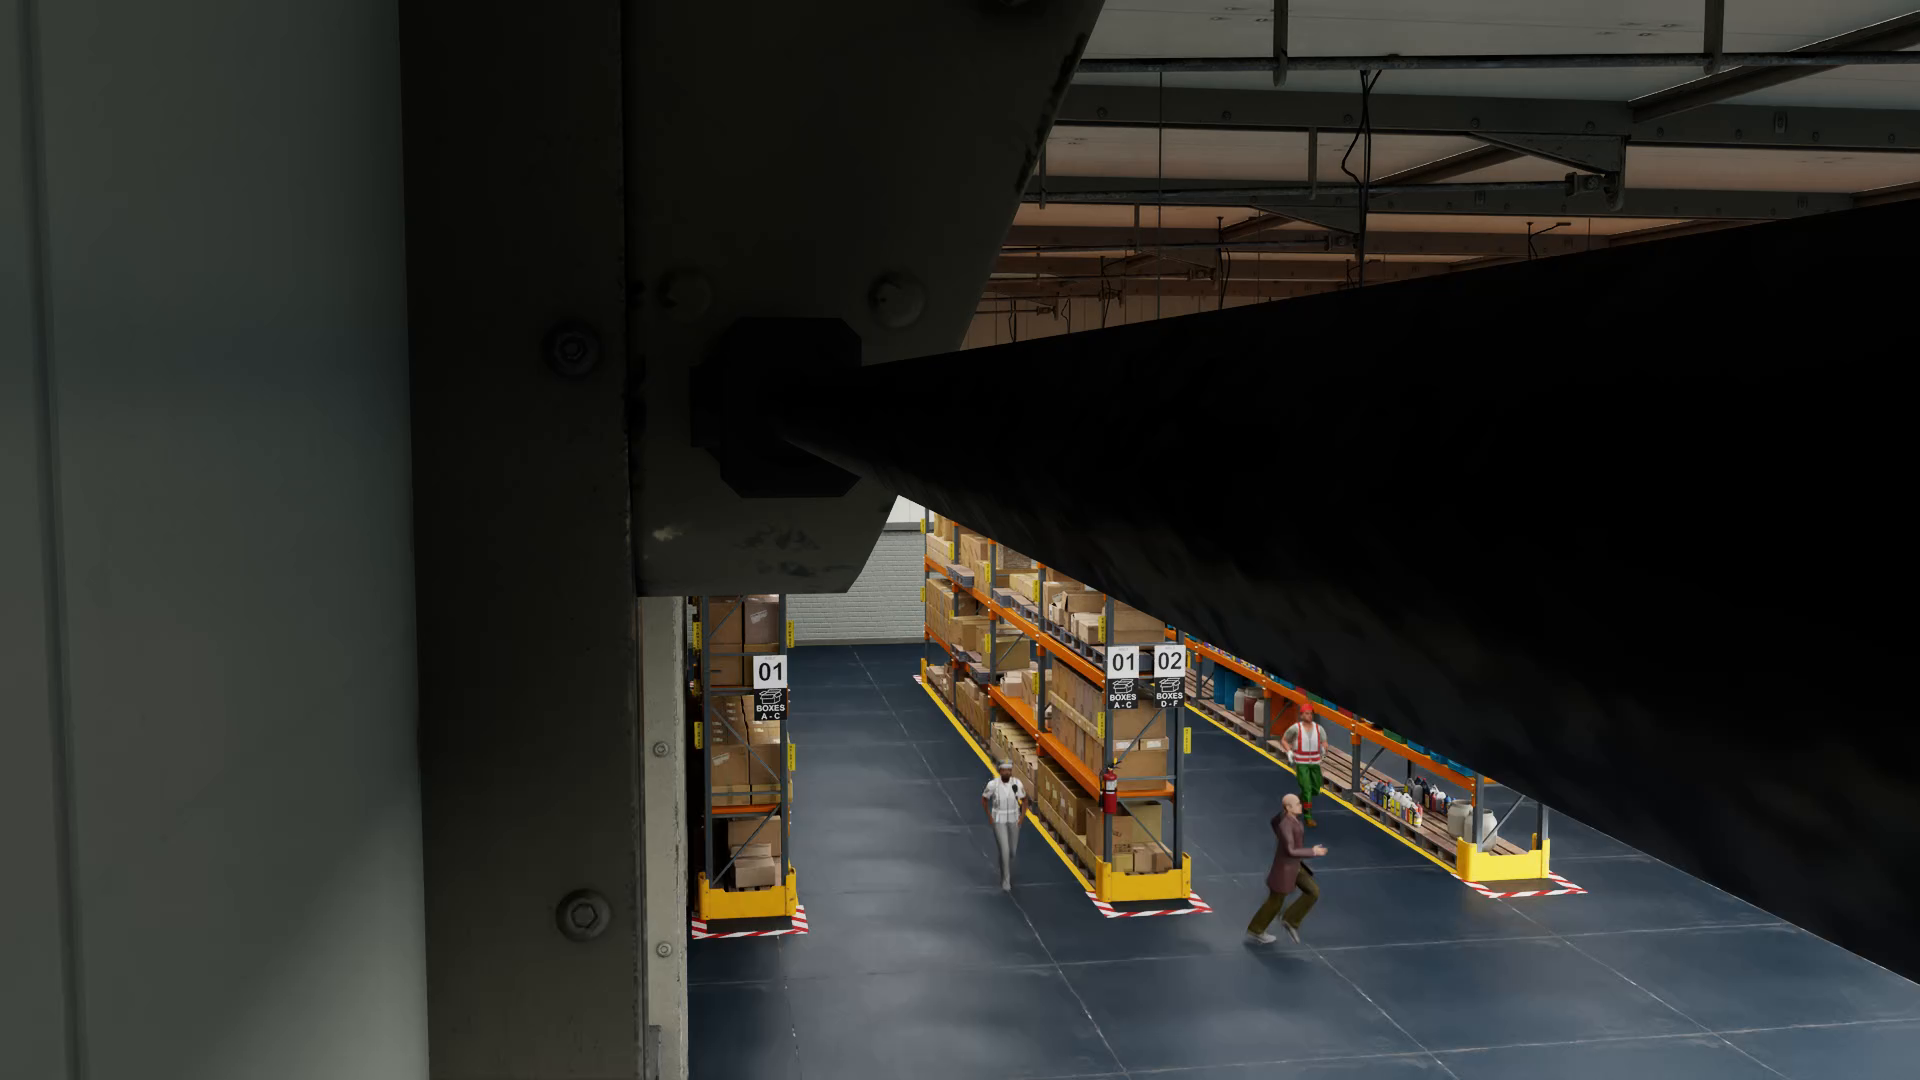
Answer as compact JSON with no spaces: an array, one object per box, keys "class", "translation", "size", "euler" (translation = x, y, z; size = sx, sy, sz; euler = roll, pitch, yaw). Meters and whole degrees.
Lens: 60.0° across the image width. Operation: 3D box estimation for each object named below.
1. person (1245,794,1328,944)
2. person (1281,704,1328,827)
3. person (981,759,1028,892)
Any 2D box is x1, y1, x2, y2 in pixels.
[{"class":"person","translation":[3.763,3.768,19.055],"size":[0.925,1.768,0.733],"euler":[2,5,24]},{"class":"person","translation":[5.108,3.295,24.542],"size":[0.669,1.760,0.868],"euler":[-1,5,-9]},{"class":"person","translation":[0.573,3.627,21.466],"size":[0.596,1.686,0.721],"euler":[-1,5,-12]}]
